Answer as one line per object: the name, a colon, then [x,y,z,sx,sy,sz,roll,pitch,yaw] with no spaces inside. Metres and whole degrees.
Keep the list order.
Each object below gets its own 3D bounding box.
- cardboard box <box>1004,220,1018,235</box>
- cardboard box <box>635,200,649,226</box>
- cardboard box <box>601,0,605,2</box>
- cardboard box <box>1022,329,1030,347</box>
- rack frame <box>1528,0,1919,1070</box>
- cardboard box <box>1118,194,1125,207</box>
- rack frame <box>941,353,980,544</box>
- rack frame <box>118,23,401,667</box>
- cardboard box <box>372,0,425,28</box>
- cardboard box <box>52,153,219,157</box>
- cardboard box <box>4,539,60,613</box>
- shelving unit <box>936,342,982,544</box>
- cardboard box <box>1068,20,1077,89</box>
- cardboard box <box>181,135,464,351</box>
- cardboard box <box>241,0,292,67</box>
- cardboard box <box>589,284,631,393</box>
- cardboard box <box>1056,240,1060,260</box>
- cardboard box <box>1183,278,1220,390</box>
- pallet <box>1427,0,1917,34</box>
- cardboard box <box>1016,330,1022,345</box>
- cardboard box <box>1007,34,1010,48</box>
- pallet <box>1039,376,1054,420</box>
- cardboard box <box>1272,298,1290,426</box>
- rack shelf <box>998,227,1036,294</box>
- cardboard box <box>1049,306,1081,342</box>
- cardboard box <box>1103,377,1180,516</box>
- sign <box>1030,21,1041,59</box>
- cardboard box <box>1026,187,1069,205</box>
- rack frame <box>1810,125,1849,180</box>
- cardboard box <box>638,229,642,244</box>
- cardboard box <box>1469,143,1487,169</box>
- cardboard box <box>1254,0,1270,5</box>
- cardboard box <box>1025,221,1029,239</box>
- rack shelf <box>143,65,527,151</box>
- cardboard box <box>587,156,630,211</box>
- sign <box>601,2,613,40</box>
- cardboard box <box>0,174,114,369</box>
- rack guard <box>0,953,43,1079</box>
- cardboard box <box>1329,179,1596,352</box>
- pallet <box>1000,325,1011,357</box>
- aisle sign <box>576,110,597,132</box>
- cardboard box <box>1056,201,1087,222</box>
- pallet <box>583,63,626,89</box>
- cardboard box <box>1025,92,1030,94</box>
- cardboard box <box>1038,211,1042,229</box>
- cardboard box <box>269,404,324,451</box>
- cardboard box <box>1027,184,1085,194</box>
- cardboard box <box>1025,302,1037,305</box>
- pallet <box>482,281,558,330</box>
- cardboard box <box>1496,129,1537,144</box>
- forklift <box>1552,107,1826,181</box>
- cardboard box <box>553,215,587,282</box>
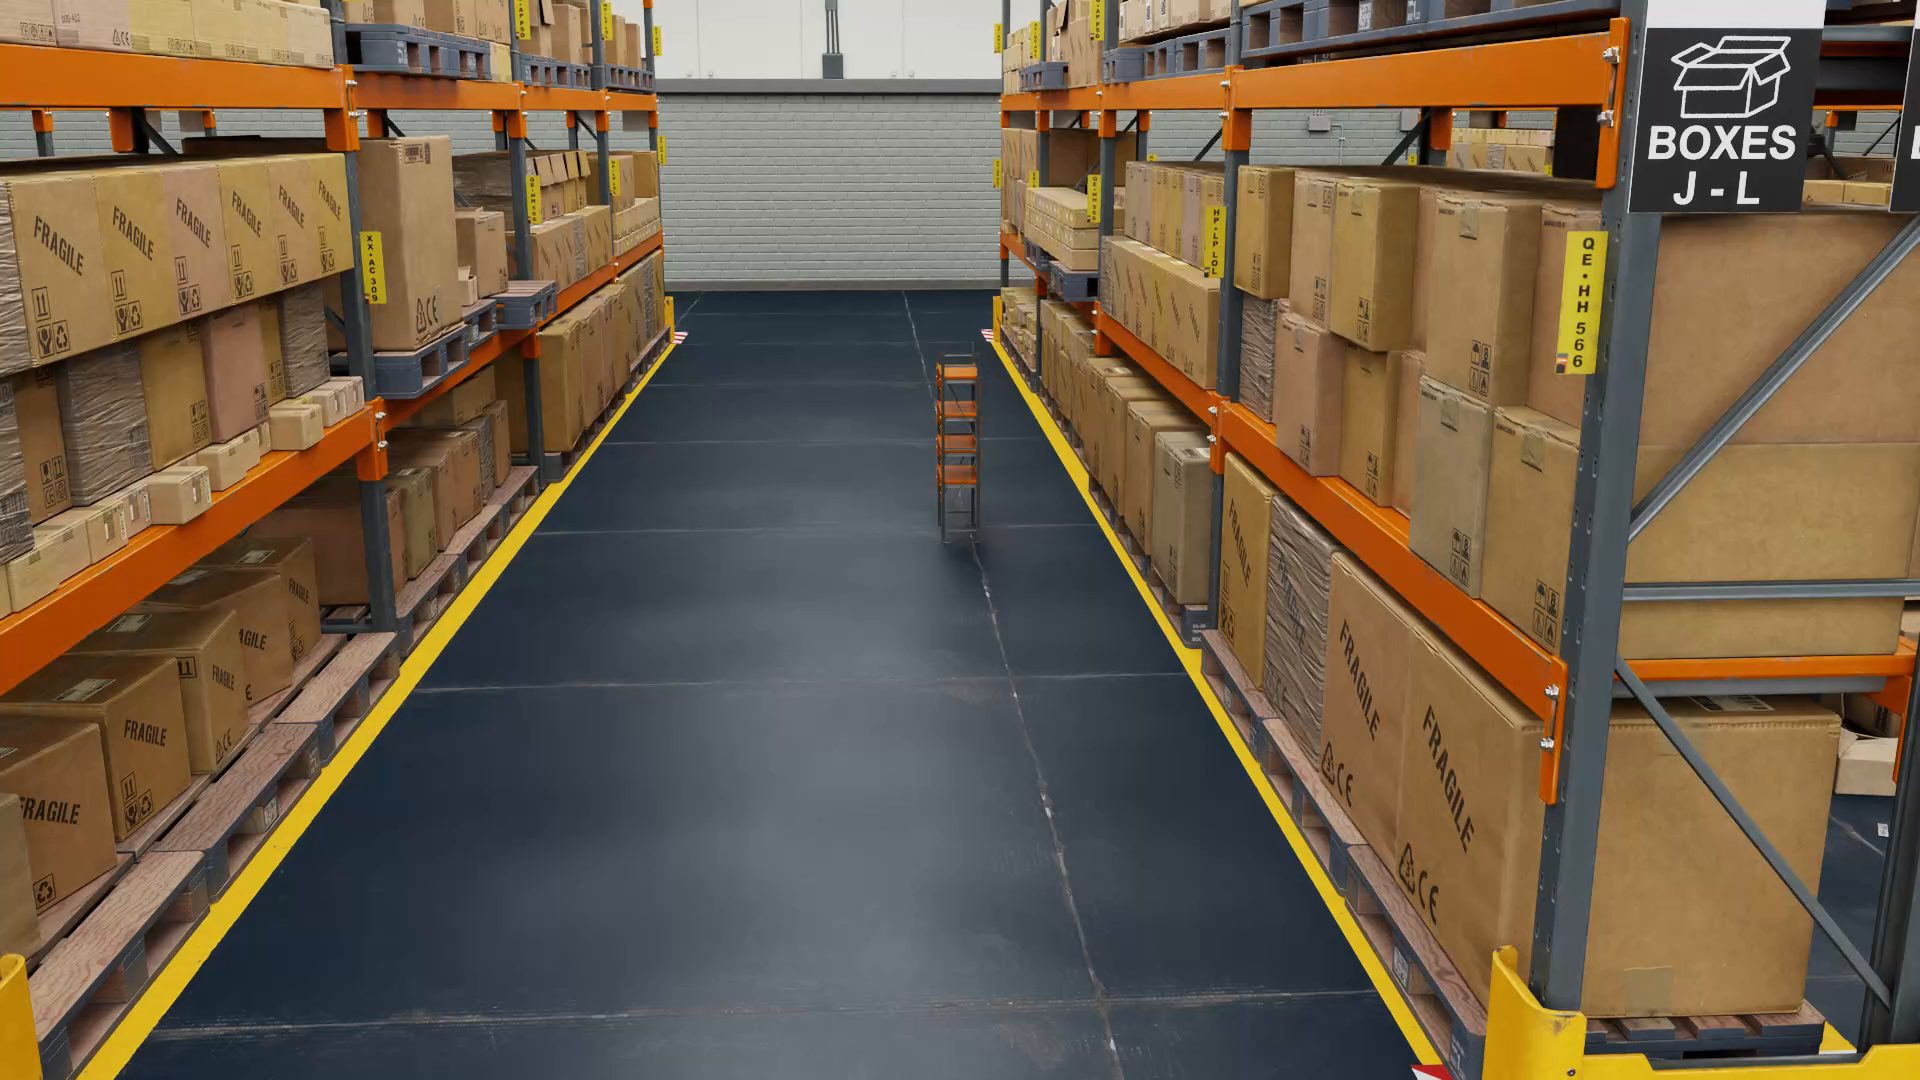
cardboard box: [0.695,-3.515,18.670,0.380,0.149,0.250,-1,14,-5]
cardboard box: [-3.617,-3.503,17.825,0.500,0.250,0.500,-1,14,-5]
cardboard box: [-3.860,-5.414,16.781,0.500,0.250,0.500,-1,14,-5]
cardboard box: [0.830,-2.031,16.682,0.380,0.149,0.250,-1,14,-5]
rack frame: [1.970,0.127,4.013,0.949,2.616,0.053,-1,14,-3]
cardboard box: [1.530,-2.806,13.881,0.380,0.149,0.250,-2,15,-6]
rack frame: [0.005,-0.562,10.301,0.240,1.200,0.015,-1,14,-3]
rack frame: [-3.231,-0.816,7.679,1.000,3.000,0.127,-1,14,-3]
cardboard box: [-3.221,-2.875,8.611,0.797,0.503,0.637,0,14,-1]
cardboard box: [-3.457,-1.377,7.055,0.500,0.500,0.500,-1,14,-3]
cardboard box: [-2.760,0.101,4.619,0.380,0.149,0.250,-1,14,-3]
shelving unit: [-0.010,-0.622,10.537,0.258,1.200,0.503,-1,14,-3]
cardboard box: [1.118,-3.750,12.862,0.500,0.500,0.500,-1,14,-3]
cardboard box: [-3.141,-1.510,8.329,1.000,1.000,1.000,-1,14,-3]
cardboard box: [-2.920,-1.957,6.394,0.500,0.250,0.500,-1,14,-2]
cardboard box: [-3.667,-1.821,15.007,1.225,0.875,0.875,-1,14,-3]
cardboard box: [0.947,-2.248,12.904,0.380,0.149,0.250,-1,14,-4]
cardboard box: [1.426,-1.042,8.355,0.500,0.500,0.500,-1,14,-4]
pallet: [1.917,-1.467,4.367,1.003,0.211,1.213,-1,14,-3]
cardboard box: [0.804,-2.155,17.761,0.380,0.149,0.250,-1,14,-3]
cardboard box: [0.717,-5.451,18.170,0.380,0.149,0.250,-1,14,-4]
pallet: [1.280,-1.313,15.207,1.003,0.211,1.213,-1,14,-3]
cardboard box: [1.817,-0.712,6.974,0.875,0.550,0.550,-1,14,-3]
rack shelf: [1.106,-3.006,17.635,1.077,0.370,4.000,-1,14,-3]
cardboard box: [1.047,-1.893,14.533,0.500,0.250,0.500,0,14,-2]
cardboard box: [1.483,-0.606,10.535,1.050,0.750,0.750,-1,14,-3]
sign: [0.689,-4.550,15.134,0.100,0.325,0.005,-1,14,-3]
cardboard box: [0.795,-3.122,15.109,0.380,0.149,0.250,0,14,-1]
rack frame: [6.412,-1.964,12.140,1.000,3.000,0.127,-1,14,-3]
cardboard box: [-3.511,-3.151,17.256,0.380,0.149,0.250,-1,14,-5]
cardboard box: [5.772,-3.982,17.777,0.500,0.500,0.500,-1,14,-3]
cardboard box: [1.427,-2.290,6.849,0.380,0.149,0.250,-1,14,-3]
cardboard box: [0.795,-2.834,15.183,0.380,0.149,0.250,-2,15,-6]
rack shelf: [-3.355,-2.418,9.328,1.077,0.370,4.000,-1,14,-3]
cardboard box: [-3.524,-3.486,16.255,0.500,0.500,0.500,-1,14,-3]
sign: [-3.186,-4.672,14.977,0.100,0.325,0.005,-1,14,-3]
cardboard box: [-2.769,-0.764,4.671,0.500,0.500,0.500,-1,14,-3]
rack guard: [-2.988,1.370,4.198,1.175,0.500,0.348,-1,14,-3]
cardboard box: [1.801,-0.968,5.801,0.875,0.550,0.500,-1,14,-3]
pallet: [1.002,-2.280,18.965,1.003,0.211,1.213,-1,14,-3]
aisle sign: [-4.279,-5.073,19.006,0.394,0.787,0.004,-1,14,-3]
cardboard box: [0.940,-2.541,12.851,0.380,0.149,0.250,0,14,-2]
pallet: [-3.767,-4.419,15.841,1.003,0.211,1.213,-1,14,-3]
cardboard box: [0.911,-4.480,16.198,0.500,0.250,0.500,-1,14,-4]
cardboard box: [0.865,-2.718,14.134,0.380,0.149,0.250,0,14,-1]
cardboard box: [-2.836,-0.460,6.798,0.380,0.149,0.250,-1,14,-3]
cardboard box: [0.918,-3.166,16.013,0.500,0.500,0.500,-1,14,-3]
cardboard box: [0.888,-2.439,17.672,0.380,0.149,0.250,-1,14,-3]
pallet: [-3.329,-1.543,10.887,1.213,0.211,1.003,-1,14,-3]
cardboard box: [5.811,-4.196,17.307,0.380,0.149,0.250,-1,14,-5]
forklift: [4.325,-1.364,9.944,1.130,2.935,3.031,-10,17,-34]
cardboard box: [-3.336,-2.365,13.496,0.500,0.500,0.500,-1,14,-3]
